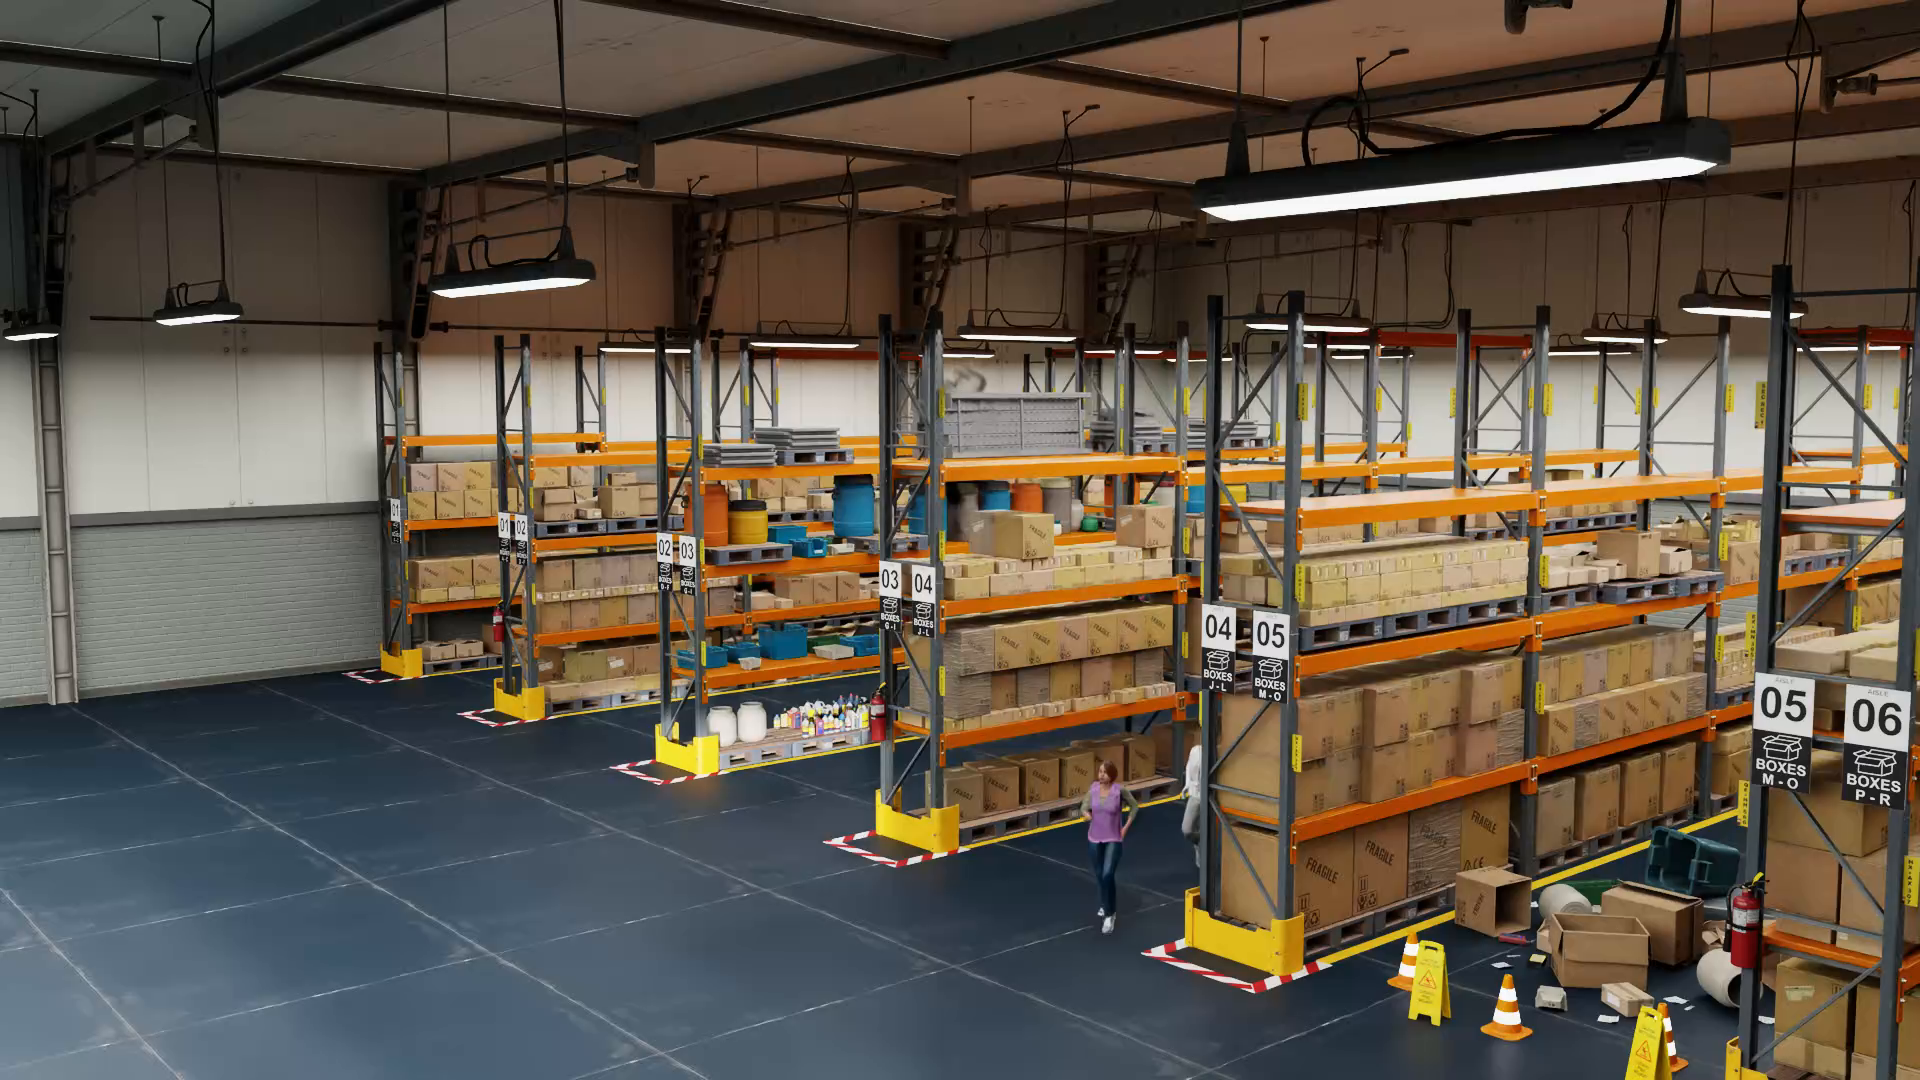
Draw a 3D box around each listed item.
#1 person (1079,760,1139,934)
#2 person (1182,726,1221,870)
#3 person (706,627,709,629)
[{"bbox_3d":[1.400,2.932,15.967,0.530,1.629,0.641,3,6,27],"label":"person"},{"bbox_3d":[2.565,2.734,17.582,0.599,1.657,0.562,3,6,34],"label":"person"},{"bbox_3d":[-4.744,1.516,30.520,0.578,1.698,0.870,5,7,42],"label":"person"}]
